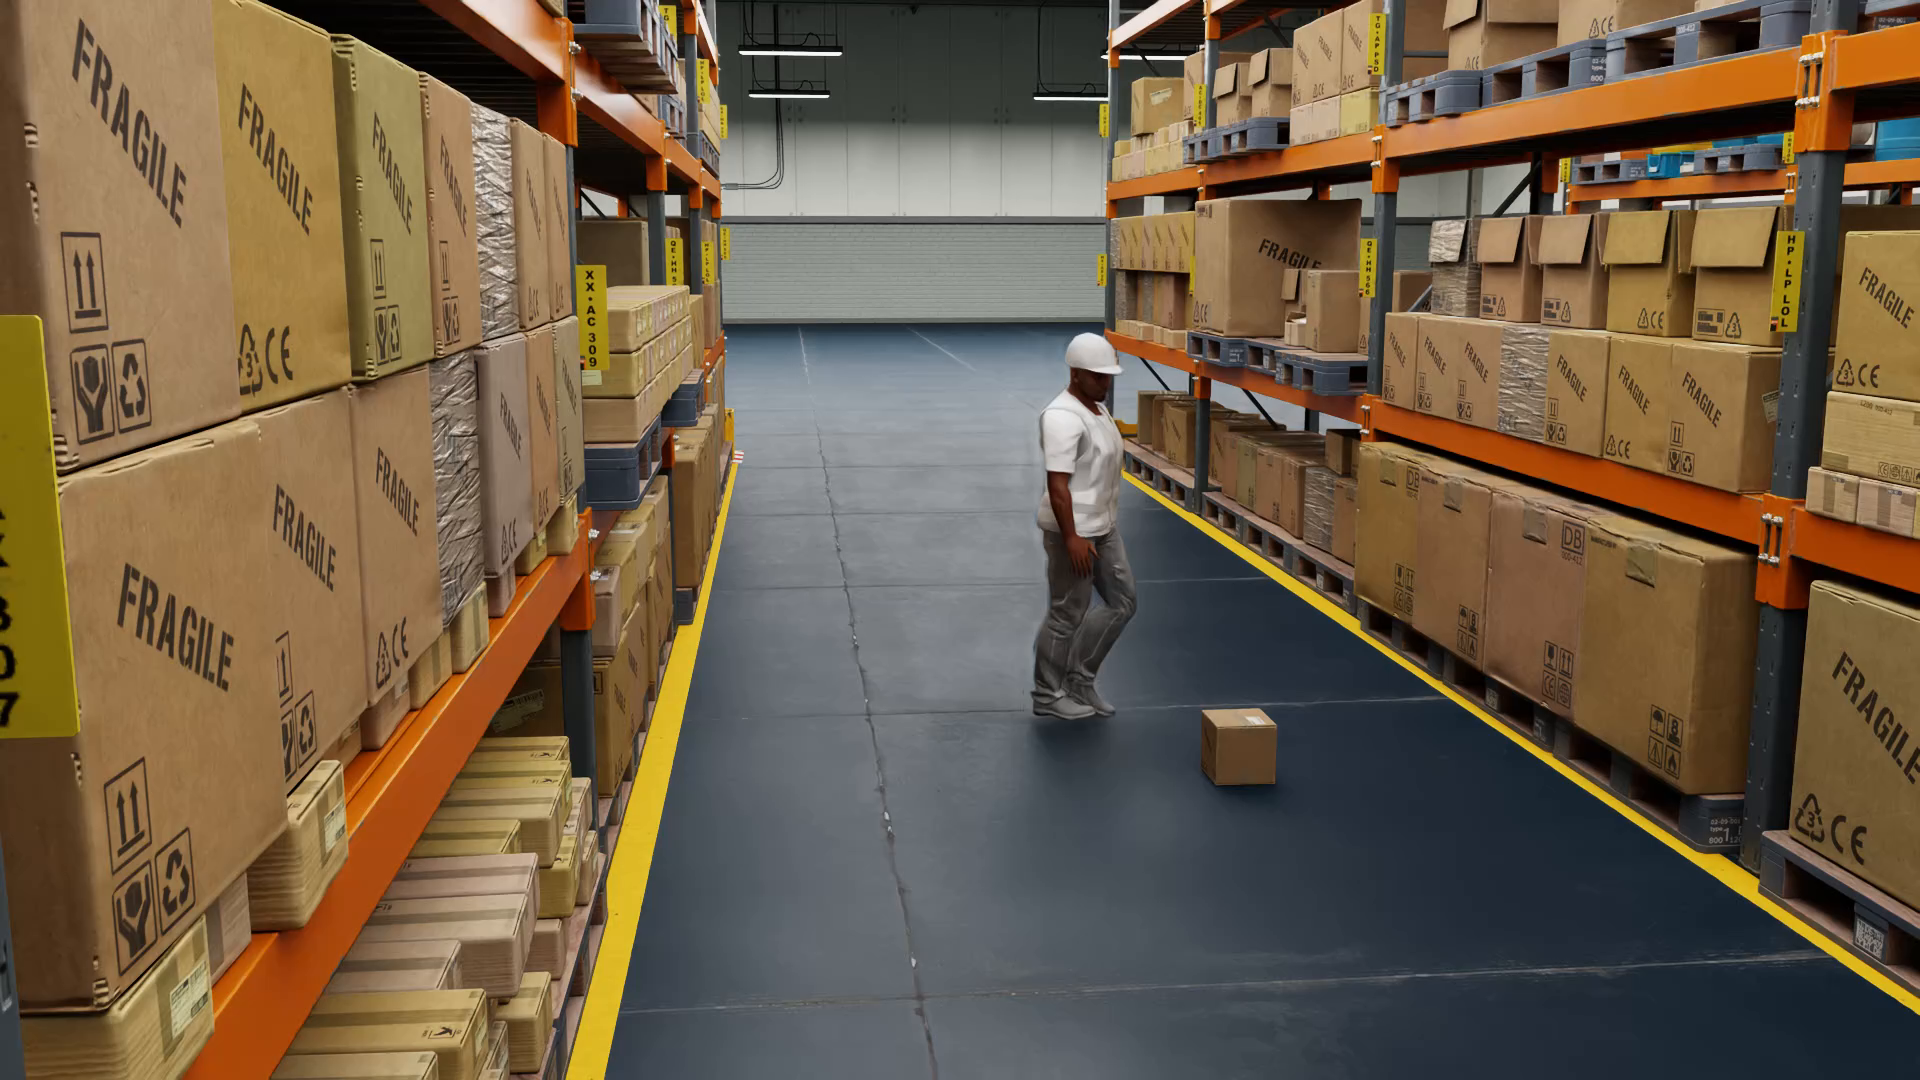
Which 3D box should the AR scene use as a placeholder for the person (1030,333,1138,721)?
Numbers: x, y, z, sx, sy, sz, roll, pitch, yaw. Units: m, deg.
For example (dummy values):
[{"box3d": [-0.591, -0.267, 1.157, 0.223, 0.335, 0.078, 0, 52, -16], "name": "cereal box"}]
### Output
[{"box3d": [0.538, -0.035, 7.497, 0.457, 1.794, 0.615, 4, 11, 24], "name": "person"}]
